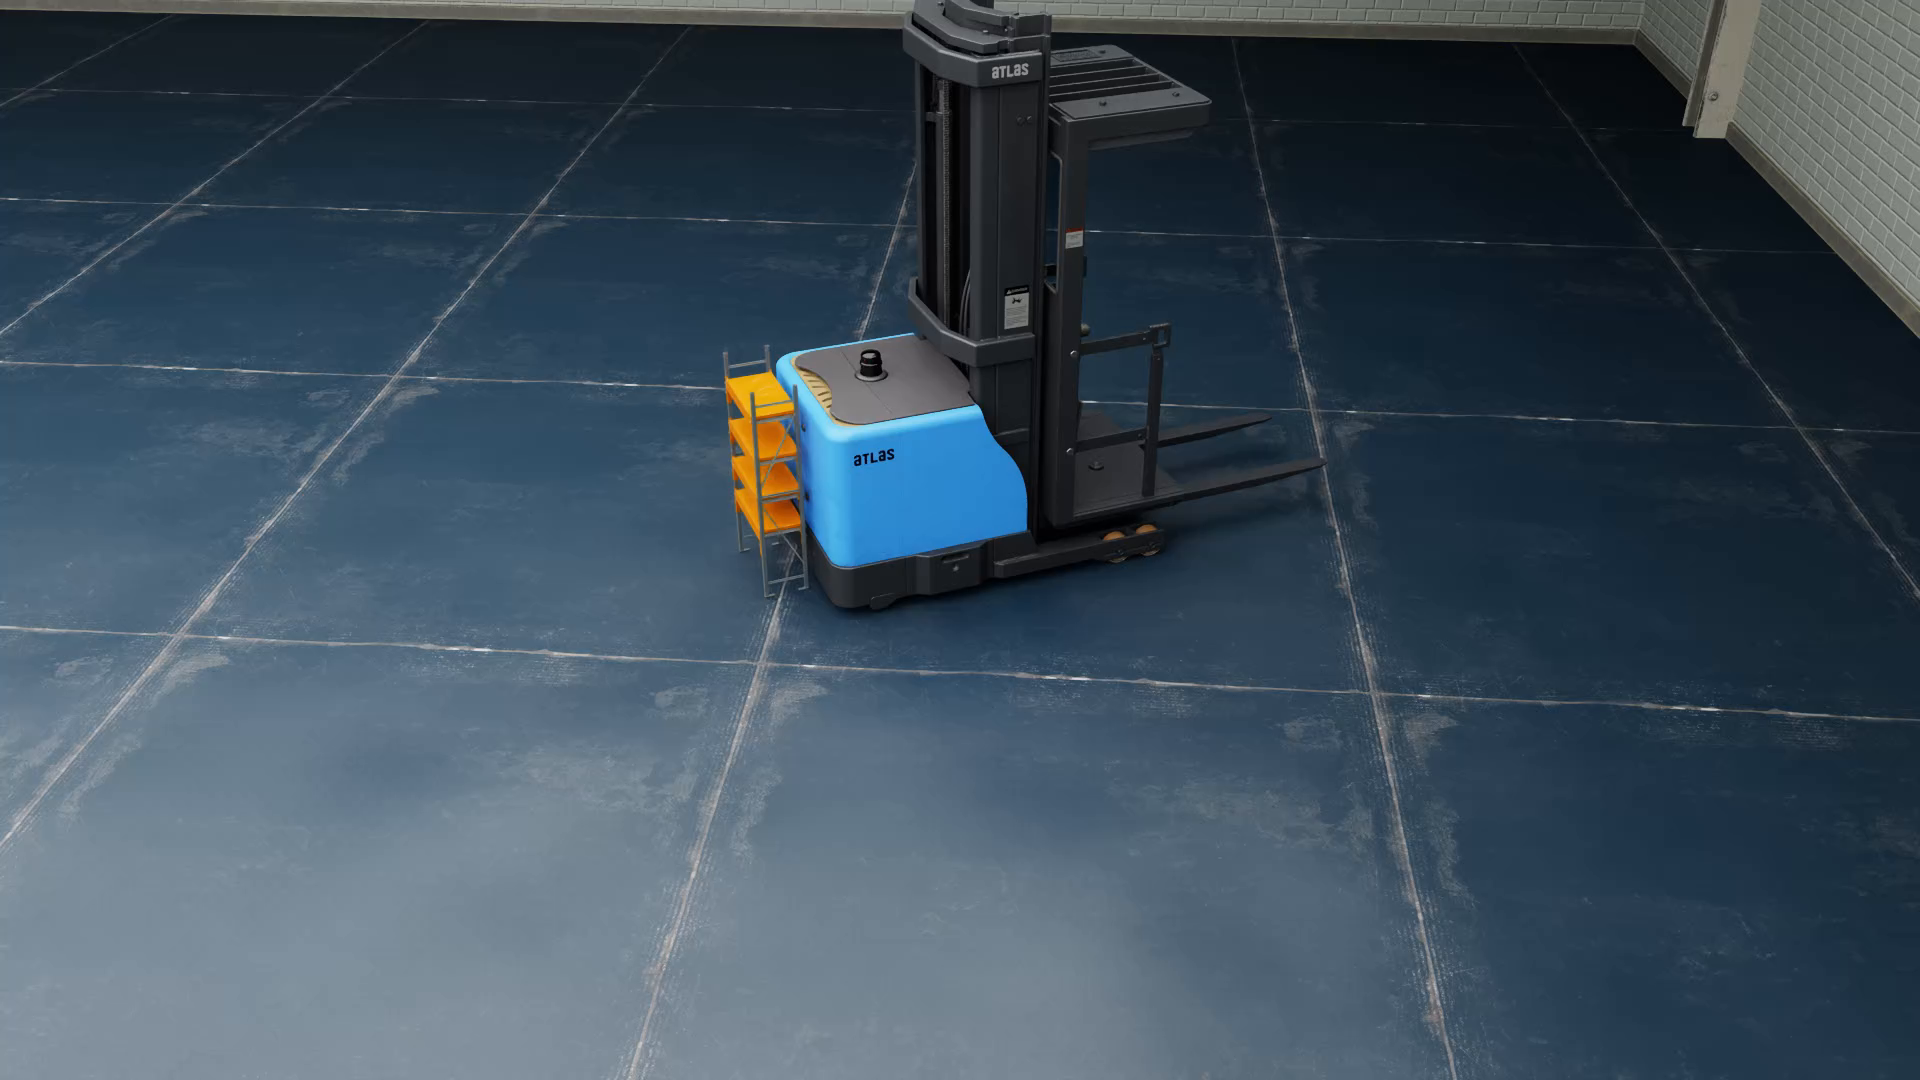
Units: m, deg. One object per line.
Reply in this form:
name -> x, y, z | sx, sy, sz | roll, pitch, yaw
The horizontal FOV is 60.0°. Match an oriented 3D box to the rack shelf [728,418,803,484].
rack shelf -> -1.008, -0.485, 8.595 | 0.258, 0.148, 0.480 | -12, 34, -19

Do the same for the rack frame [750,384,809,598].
rack frame -> -0.916, -0.233, 8.484 | 0.240, 1.200, 0.015 | -12, 34, -19

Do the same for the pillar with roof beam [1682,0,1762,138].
pillar with roof beam -> 2.607, -7.800, 13.330 | 9.100, 9.000, 0.400 | 2, 32, 4

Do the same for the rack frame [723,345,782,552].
rack frame -> -1.100, -0.470, 8.869 | 0.240, 1.200, 0.015 | -12, 34, -19

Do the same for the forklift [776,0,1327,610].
forklift -> 0.583, -1.370, 8.679 | 3.031, 2.935, 1.130 | -12, 34, -18

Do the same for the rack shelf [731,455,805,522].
rack shelf -> -1.008, -0.294, 8.712 | 0.258, 0.148, 0.480 | -12, 34, -19

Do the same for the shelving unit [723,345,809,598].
shelving unit -> -1.008, -0.351, 8.677 | 0.258, 1.200, 0.503 | -12, 34, -19

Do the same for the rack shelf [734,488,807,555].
rack shelf -> -1.008, -0.125, 8.816 | 0.258, 0.148, 0.480 | -12, 34, -19

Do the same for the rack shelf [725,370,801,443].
rack shelf -> -1.008, -0.686, 8.470 | 0.258, 0.148, 0.480 | -12, 34, -19
